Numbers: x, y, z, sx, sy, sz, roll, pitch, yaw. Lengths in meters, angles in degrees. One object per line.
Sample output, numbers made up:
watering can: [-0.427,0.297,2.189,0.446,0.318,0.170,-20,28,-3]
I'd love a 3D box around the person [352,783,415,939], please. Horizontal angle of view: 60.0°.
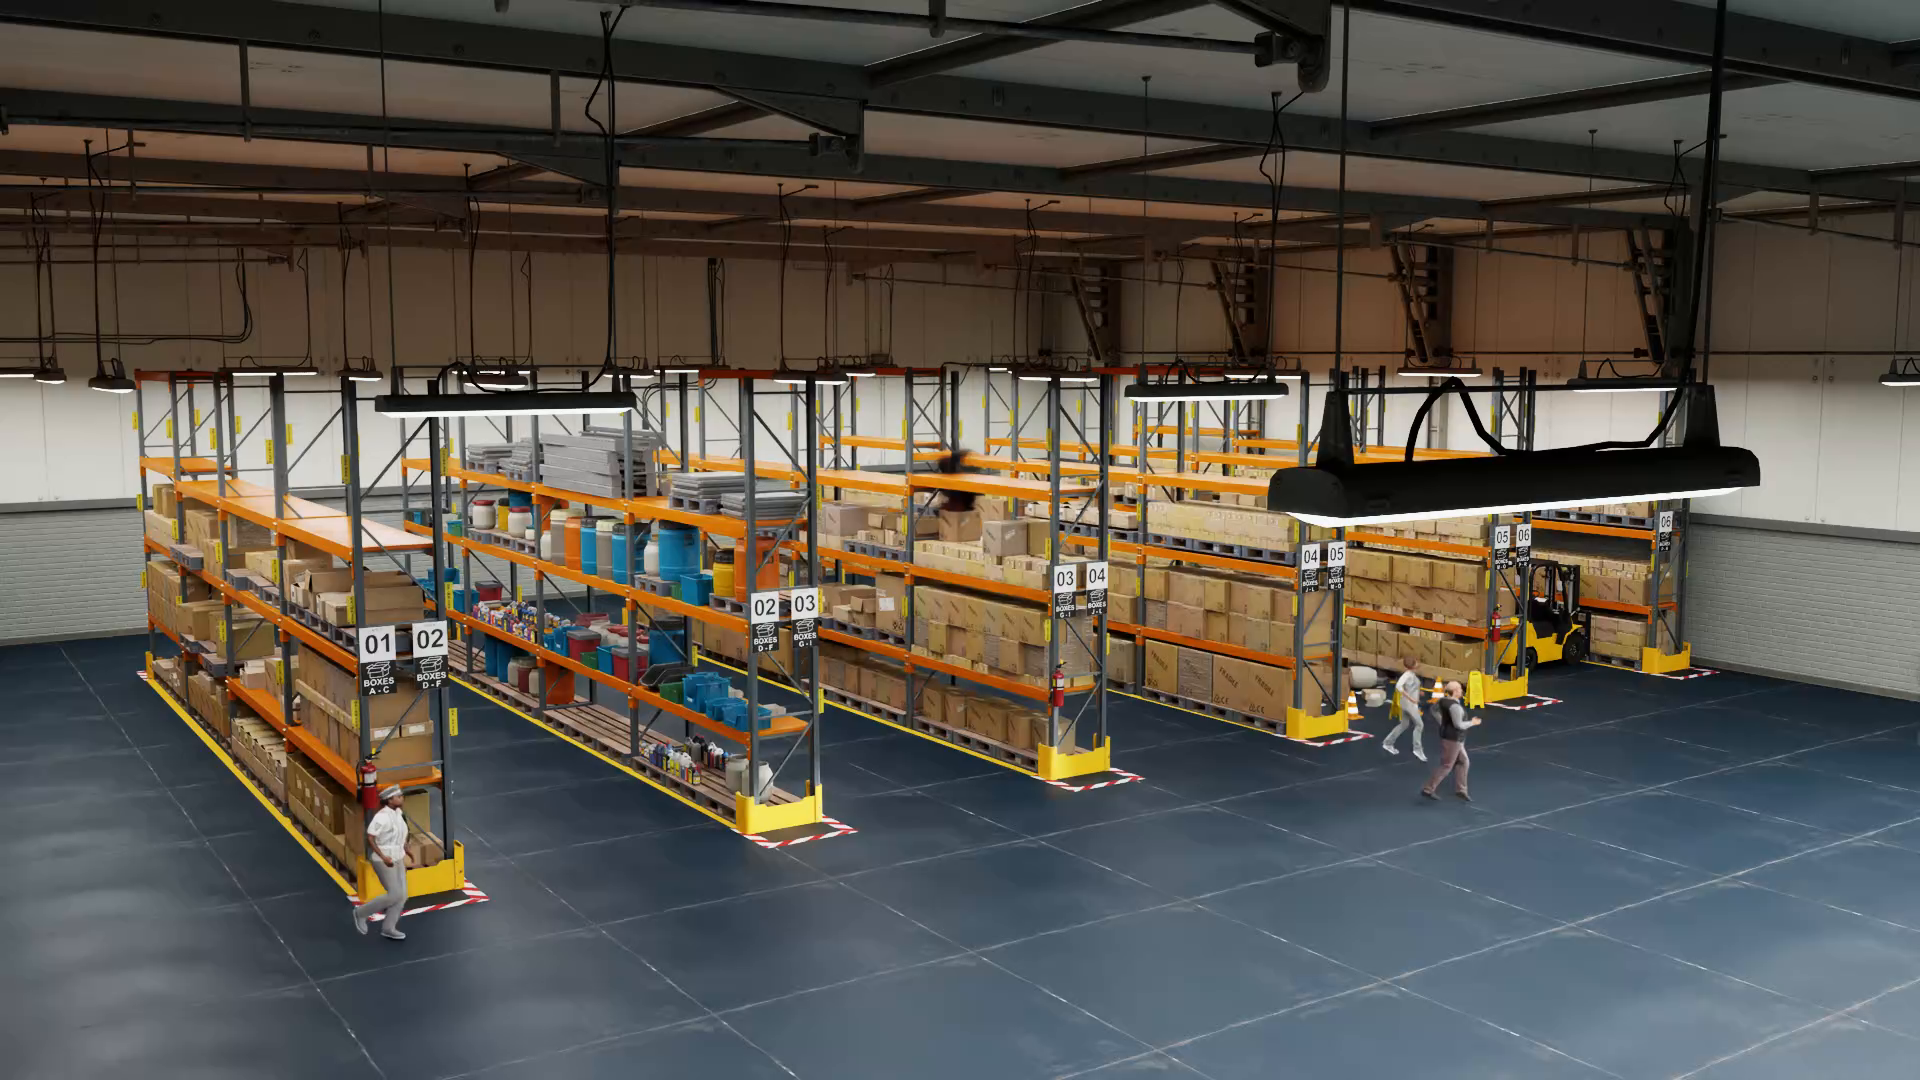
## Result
person: [-6.272,3.480,18.135,0.558,1.643,0.638,1,6,5]

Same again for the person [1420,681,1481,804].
person: [6.868,2.856,23.288,0.801,1.784,0.643,1,6,5]

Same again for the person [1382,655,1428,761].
person: [6.977,2.618,25.980,0.699,1.648,0.569,2,7,14]

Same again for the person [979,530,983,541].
person: [0.433,0.465,44.845,0.688,1.625,0.873,-2,7,-17]
